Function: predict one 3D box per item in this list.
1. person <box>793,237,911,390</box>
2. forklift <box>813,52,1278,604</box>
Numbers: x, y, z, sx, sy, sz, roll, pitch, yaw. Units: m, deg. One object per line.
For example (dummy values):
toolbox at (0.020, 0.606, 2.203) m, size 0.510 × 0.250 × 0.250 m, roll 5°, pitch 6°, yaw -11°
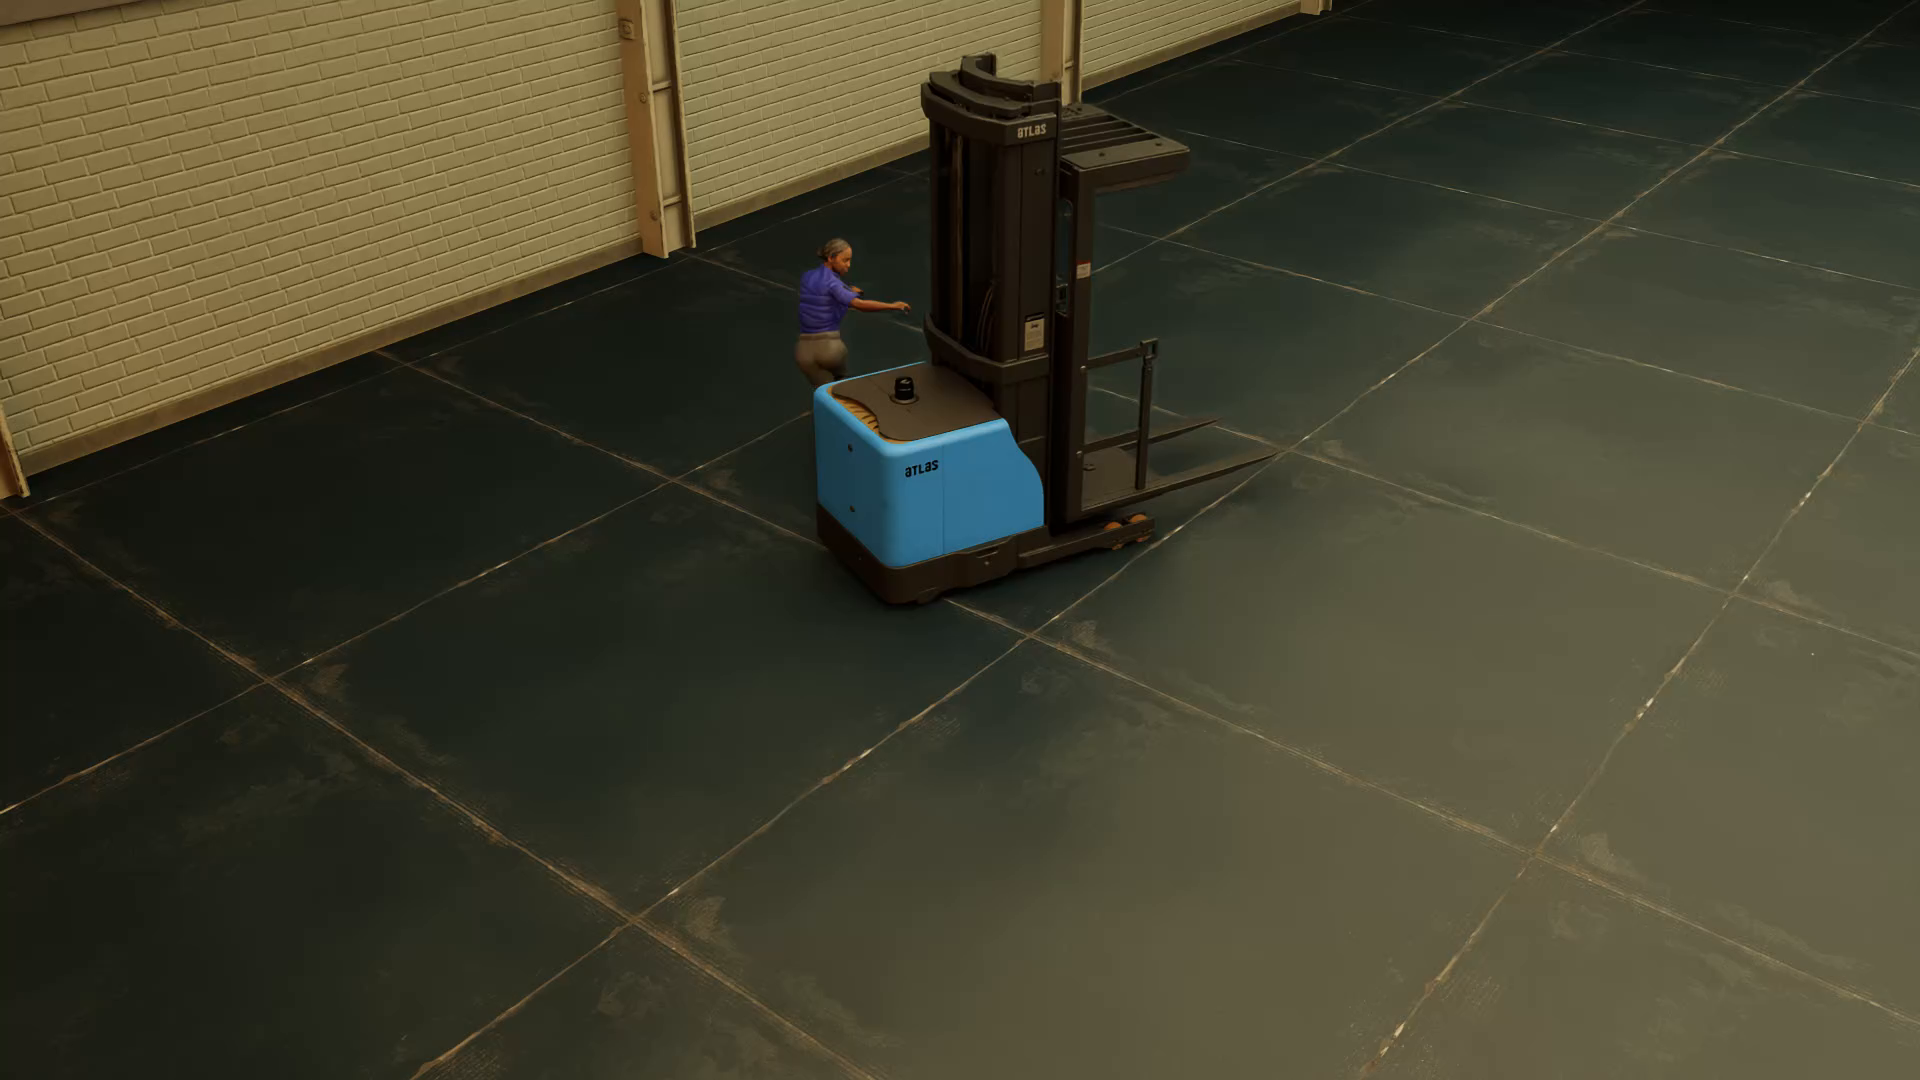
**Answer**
person at (-0.712, -1.383, 11.505) m, size 0.827 × 1.446 × 1.088 m, roll 8°, pitch 31°, yaw 13°
forklift at (0.641, -1.422, 10.028) m, size 3.031 × 2.935 × 1.130 m, roll -16°, pitch 34°, yaw -26°
